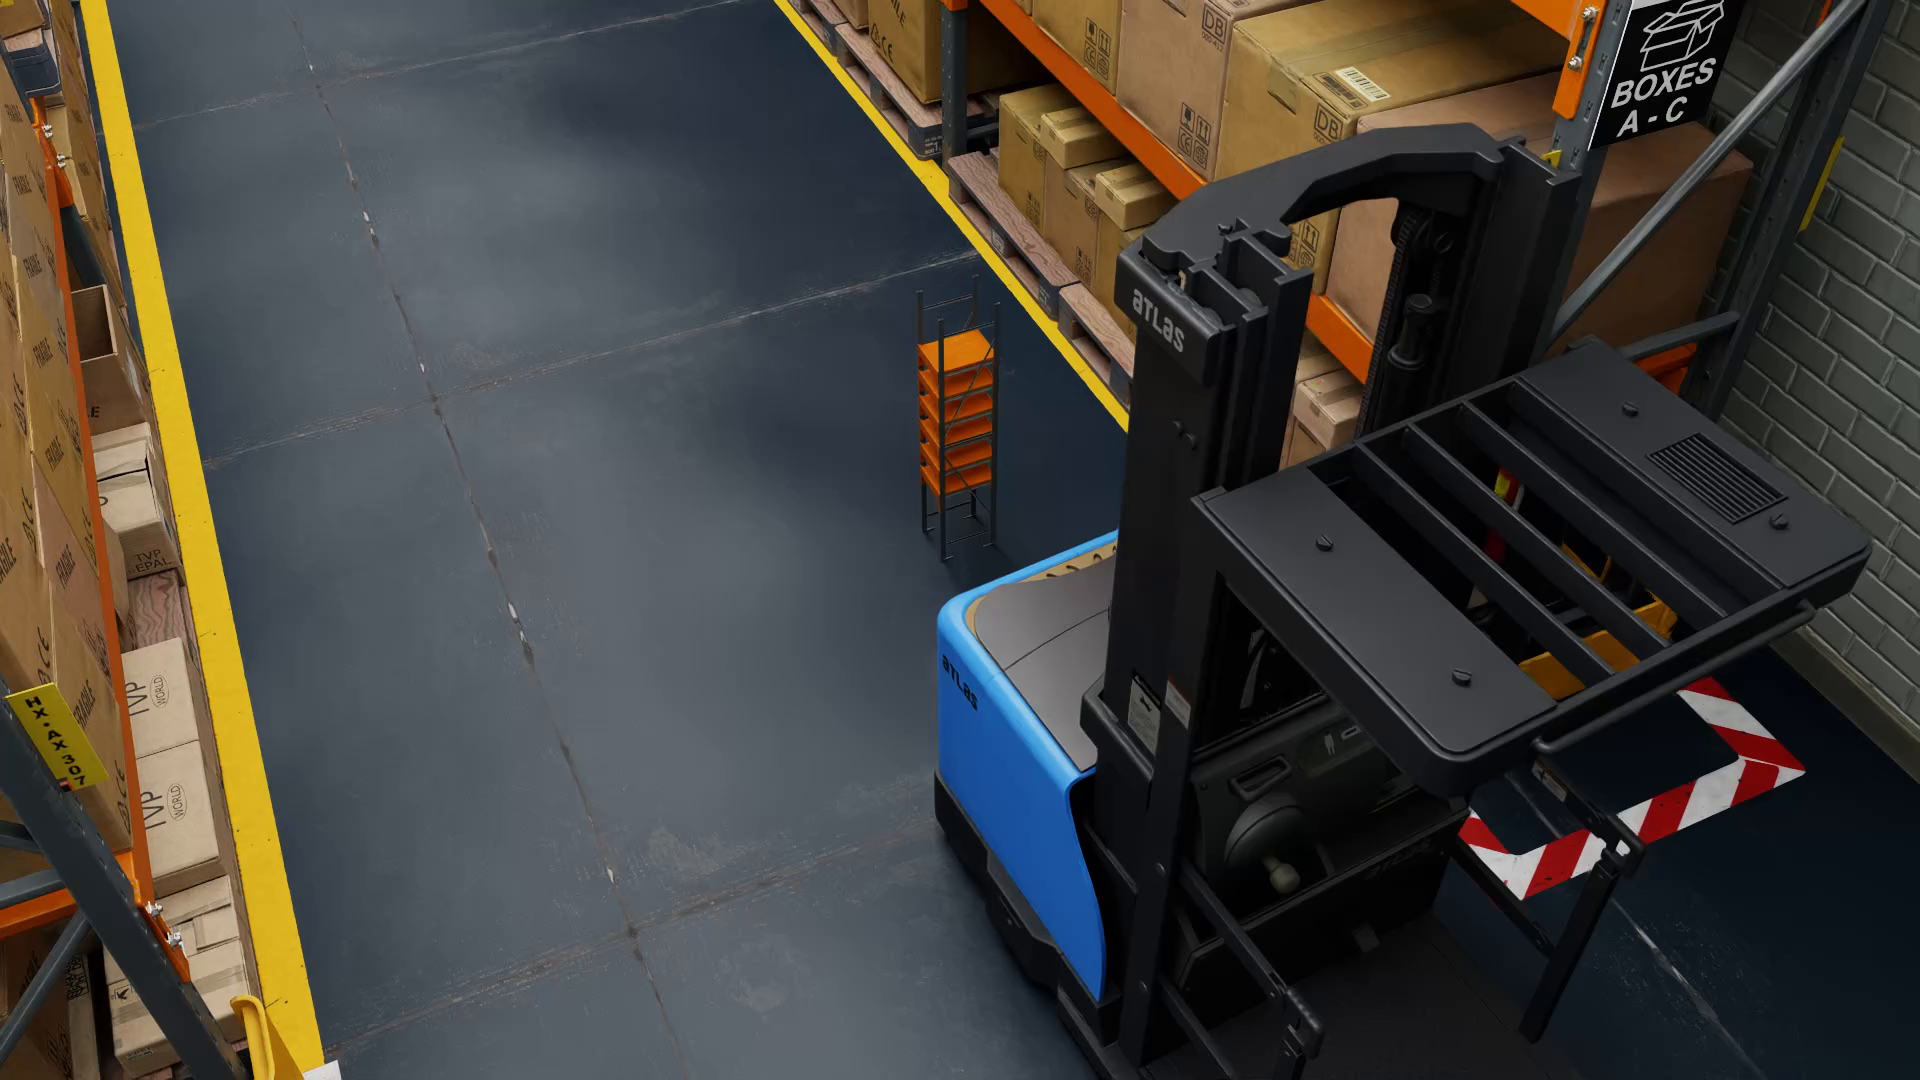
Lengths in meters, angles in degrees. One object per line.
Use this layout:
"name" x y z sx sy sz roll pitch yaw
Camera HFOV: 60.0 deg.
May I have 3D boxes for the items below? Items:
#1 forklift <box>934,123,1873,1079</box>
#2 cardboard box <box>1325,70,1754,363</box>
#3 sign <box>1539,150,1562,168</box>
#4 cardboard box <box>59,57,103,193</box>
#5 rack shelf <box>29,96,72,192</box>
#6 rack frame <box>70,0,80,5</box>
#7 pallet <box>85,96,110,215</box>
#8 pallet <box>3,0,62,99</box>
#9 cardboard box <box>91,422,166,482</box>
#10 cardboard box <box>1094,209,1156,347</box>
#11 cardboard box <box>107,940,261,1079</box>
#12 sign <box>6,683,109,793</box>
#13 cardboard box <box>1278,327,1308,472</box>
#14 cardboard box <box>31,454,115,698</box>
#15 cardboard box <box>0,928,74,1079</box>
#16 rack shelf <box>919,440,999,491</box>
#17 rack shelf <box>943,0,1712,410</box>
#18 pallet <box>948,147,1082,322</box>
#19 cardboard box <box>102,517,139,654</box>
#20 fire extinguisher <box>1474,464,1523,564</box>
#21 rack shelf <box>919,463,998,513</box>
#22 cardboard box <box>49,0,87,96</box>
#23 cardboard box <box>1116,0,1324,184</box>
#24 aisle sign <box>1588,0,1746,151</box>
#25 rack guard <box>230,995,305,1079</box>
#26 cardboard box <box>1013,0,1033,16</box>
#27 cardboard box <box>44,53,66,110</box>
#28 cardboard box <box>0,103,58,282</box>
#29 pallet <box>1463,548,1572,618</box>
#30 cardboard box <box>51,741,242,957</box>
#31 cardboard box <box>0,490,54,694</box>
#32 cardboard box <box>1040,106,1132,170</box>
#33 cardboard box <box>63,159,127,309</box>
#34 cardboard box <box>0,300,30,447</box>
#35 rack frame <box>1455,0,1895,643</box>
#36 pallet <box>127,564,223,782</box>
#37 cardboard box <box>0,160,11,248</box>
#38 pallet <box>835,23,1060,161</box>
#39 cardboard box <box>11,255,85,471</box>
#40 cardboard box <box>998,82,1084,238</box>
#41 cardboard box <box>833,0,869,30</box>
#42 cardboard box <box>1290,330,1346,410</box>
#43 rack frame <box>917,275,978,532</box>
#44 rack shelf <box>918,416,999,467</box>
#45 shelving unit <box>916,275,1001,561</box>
"forklift" 1.077 0.648 4.006 1.130 2.935 3.031 -22 49 -21
"cardboard box" 1.844 -0.997 5.412 0.980 0.700 0.700 -16 47 -16
"sign" 1.569 -0.914 4.547 0.100 0.325 0.005 -18 47 -17
"cardboard box" -4.528 -1.957 8.064 0.500 0.500 0.500 -17 47 -17
"rack shelf" -4.949 -2.671 7.833 1.077 0.370 4.000 -18 47 -17
"rack frame" -5.790 -4.201 8.872 1.000 3.000 0.127 -18 47 -17
"pallet" -5.001 -1.945 8.571 1.003 0.211 1.213 -18 47 -17
"pallet" -4.345 -2.126 6.905 1.003 0.211 1.213 -18 47 -17
"cardboard box" -3.399 -0.294 6.628 0.380 0.149 0.250 -18 47 -17
"cardboard box" 1.029 -1.222 7.333 0.700 0.500 0.500 -17 47 -16
"cardboard box" -2.290 1.387 4.926 0.380 0.149 0.250 -18 47 -17
"sign" -1.933 0.428 3.564 0.100 0.325 0.005 -18 47 -17
"cardboard box" 1.472 -0.564 6.666 0.700 0.500 0.500 -18 47 -18
"cardboard box" -2.595 0.173 4.368 0.500 0.500 0.500 -18 48 -18
"cardboard box" -2.878 1.356 4.706 0.500 0.500 0.500 -18 47 -17
"rack shelf" -0.006 -0.319 6.453 0.258 0.103 0.180 -18 47 -17
"rack shelf" 1.226 -1.587 6.735 1.077 0.370 4.000 -18 47 -17
"pallet" 0.634 -1.617 8.239 1.003 0.211 1.213 -18 47 -17
"cardboard box" -3.313 0.275 5.799 0.797 0.503 0.637 -18 47 -17
"fire extinguisher" 1.712 -0.176 5.113 0.296 0.674 0.183 -18 47 -17
"rack shelf" -0.006 -0.234 6.538 0.258 0.103 0.180 -18 47 -17
"cardboard box" -4.966 -2.612 8.728 0.500 0.500 0.500 -20 48 -19
"cardboard box" 1.215 -1.946 6.373 0.980 0.700 0.700 -20 48 -19
"aisle sign" 1.825 -1.360 4.141 0.394 0.787 0.004 -18 47 -17
"rack guard" -2.458 1.738 4.633 1.175 0.500 0.348 -18 47 -17
"cardboard box" 0.599 -2.874 7.313 0.980 0.700 0.700 -17 47 -17
"cardboard box" -4.510 -2.204 7.780 0.500 0.250 0.500 -18 47 -17
"cardboard box" -3.447 -1.117 5.675 0.500 0.500 0.500 -17 47 -16
"pallet" 1.660 -0.062 6.663 1.003 0.211 1.213 -18 47 -17
"cardboard box" -2.607 0.970 5.276 0.500 0.250 0.500 -18 47 -17
"cardboard box" -2.373 0.145 3.685 0.500 0.500 0.500 -17 47 -16
"cardboard box" 0.585 -1.829 7.487 0.380 0.149 0.250 -17 47 -16
"cardboard box" -4.090 -1.299 7.398 0.500 0.500 0.500 -20 48 -19
"cardboard box" -2.806 -0.507 4.345 0.500 0.500 0.500 -17 47 -17
"rack frame" 2.067 -0.569 5.191 1.000 3.000 0.127 -18 47 -17
"pallet" -3.303 0.557 6.036 1.003 0.211 1.213 -18 47 -17
"cardboard box" -3.231 -1.151 4.998 0.500 0.500 0.500 -18 47 -17
"pallet" -0.008 -2.595 9.229 1.003 0.211 1.213 -18 47 -17
"cardboard box" -3.012 -0.467 5.016 0.500 0.500 0.500 -17 47 -17
"cardboard box" 0.607 -1.871 7.991 0.700 0.500 0.500 -17 47 -17
"cardboard box" -0.382 -3.443 9.336 0.750 0.750 0.750 -17 47 -16
"cardboard box" 1.355 -0.666 6.309 0.380 0.149 0.250 -17 47 -16
"rack frame" -0.045 -0.495 6.397 0.240 1.200 0.006 -18 47 -17
"rack shelf" -0.006 -0.405 6.369 0.258 0.103 0.180 -18 47 -17
"shelving unit" -0.006 -0.436 6.338 0.258 1.200 0.189 -18 47 -17
